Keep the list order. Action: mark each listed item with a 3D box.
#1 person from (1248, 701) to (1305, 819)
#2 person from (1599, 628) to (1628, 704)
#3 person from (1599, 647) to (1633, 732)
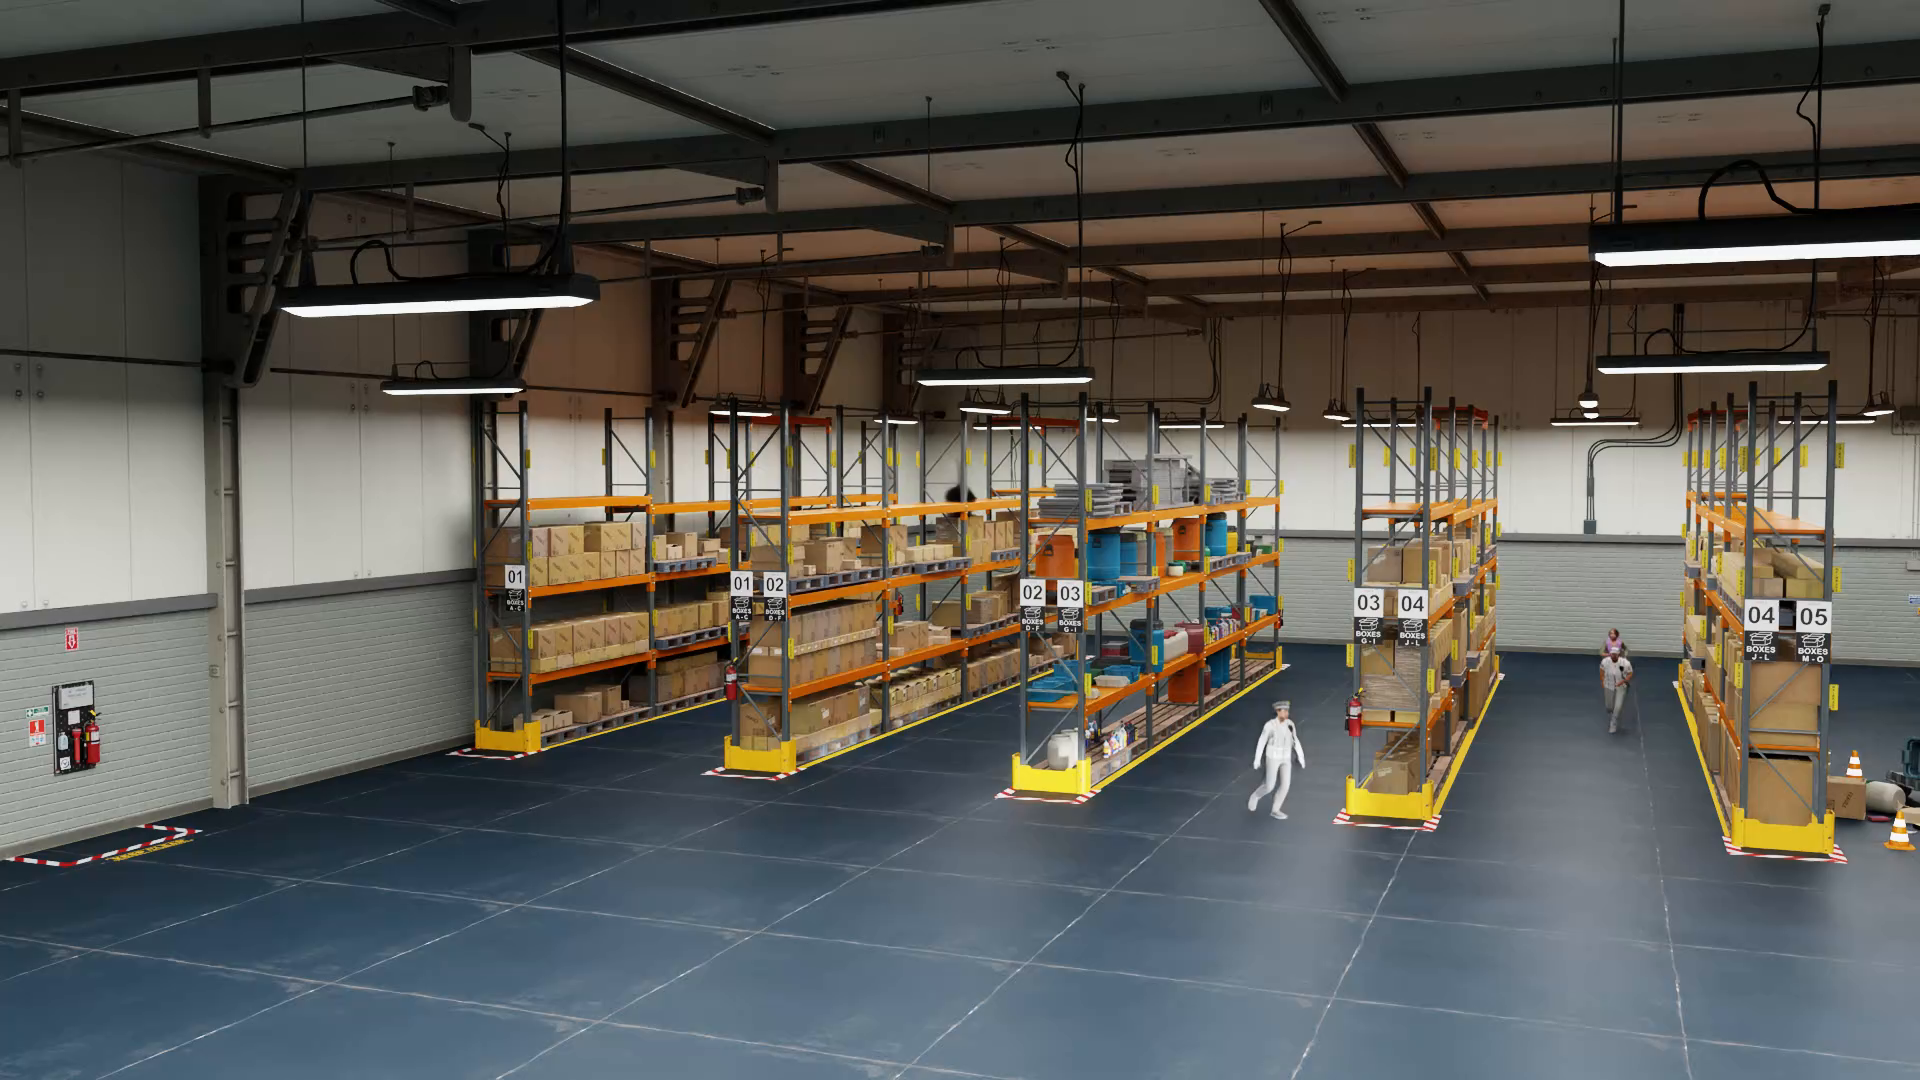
[{"bbox_3d":[4.404,3.050,23.201,0.640,1.658,0.648,-1,3,-21],"label":"person"},{"bbox_3d":[13.075,2.564,33.290,0.536,1.626,0.796,1,3,22],"label":"person"},{"bbox_3d":[12.064,2.742,30.584,0.592,1.605,0.770,1,3,22],"label":"person"}]
